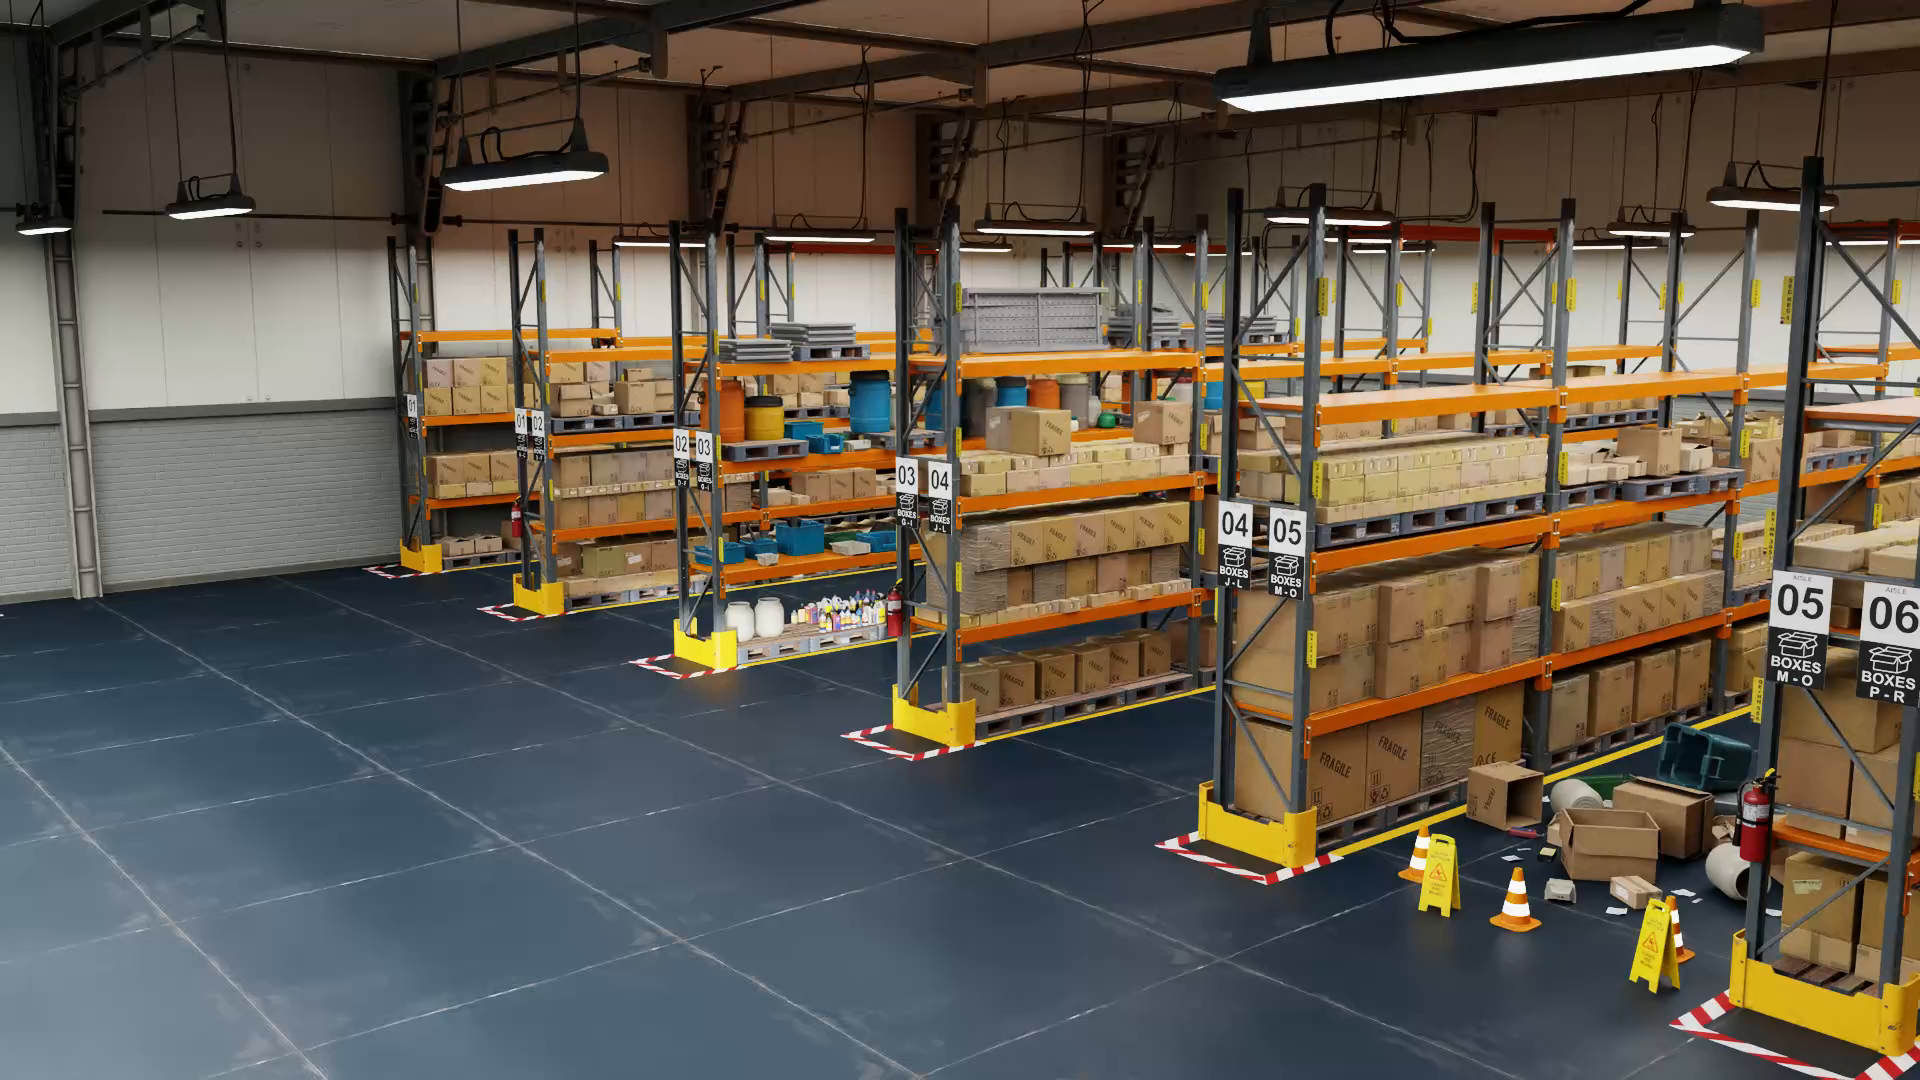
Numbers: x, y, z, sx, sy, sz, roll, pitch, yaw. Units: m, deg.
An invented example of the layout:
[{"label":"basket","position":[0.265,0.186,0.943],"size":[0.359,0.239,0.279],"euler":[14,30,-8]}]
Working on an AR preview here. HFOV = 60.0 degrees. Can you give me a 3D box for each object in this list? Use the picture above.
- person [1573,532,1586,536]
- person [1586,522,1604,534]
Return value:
[{"label":"person","position":[8.775,0.714,23.644],"size":[0.562,1.672,0.586],"euler":[8,12,42]},{"label":"person","position":[9.512,0.498,24.815],"size":[0.643,1.764,0.857],"euler":[7,12,40]}]
